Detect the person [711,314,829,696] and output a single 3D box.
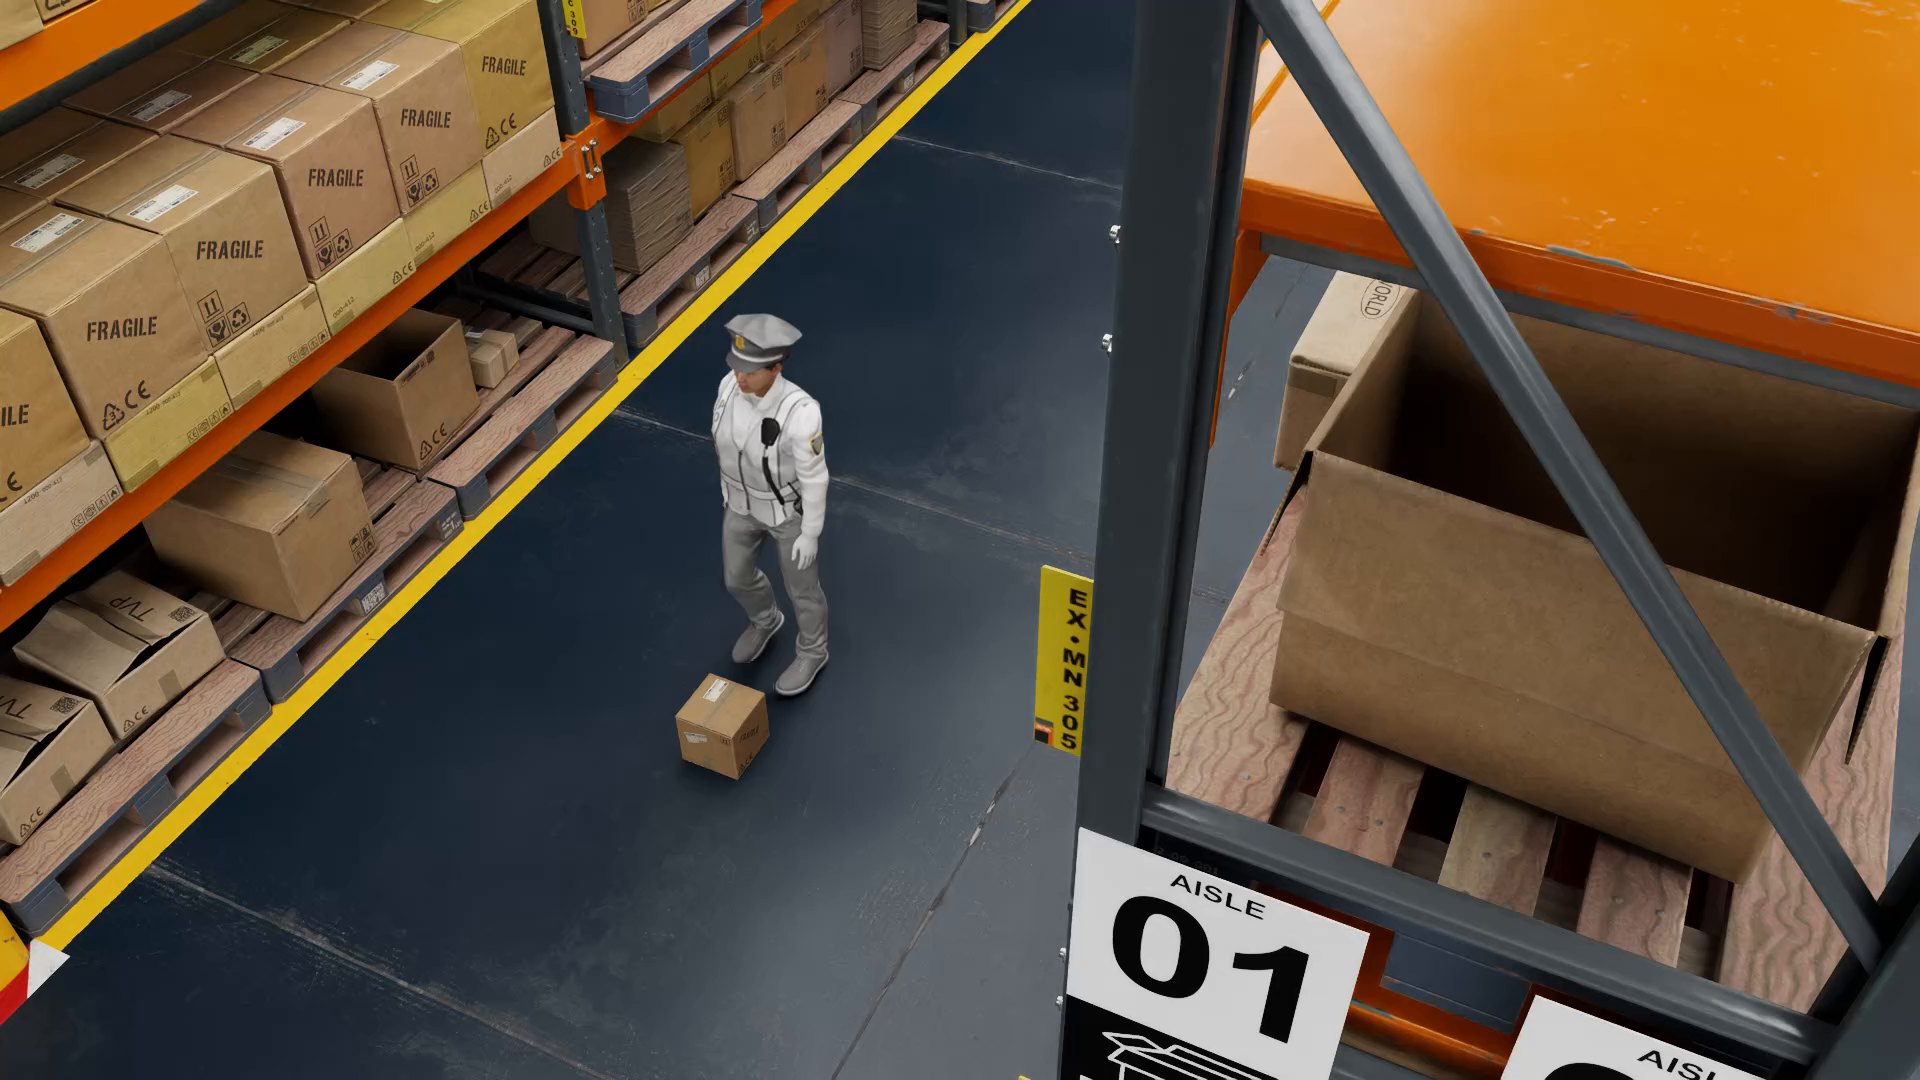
[{"bbox_3d":[-0.710,-0.099,6.260,0.496,1.732,0.336,22,47,22],"label":"person"}]
